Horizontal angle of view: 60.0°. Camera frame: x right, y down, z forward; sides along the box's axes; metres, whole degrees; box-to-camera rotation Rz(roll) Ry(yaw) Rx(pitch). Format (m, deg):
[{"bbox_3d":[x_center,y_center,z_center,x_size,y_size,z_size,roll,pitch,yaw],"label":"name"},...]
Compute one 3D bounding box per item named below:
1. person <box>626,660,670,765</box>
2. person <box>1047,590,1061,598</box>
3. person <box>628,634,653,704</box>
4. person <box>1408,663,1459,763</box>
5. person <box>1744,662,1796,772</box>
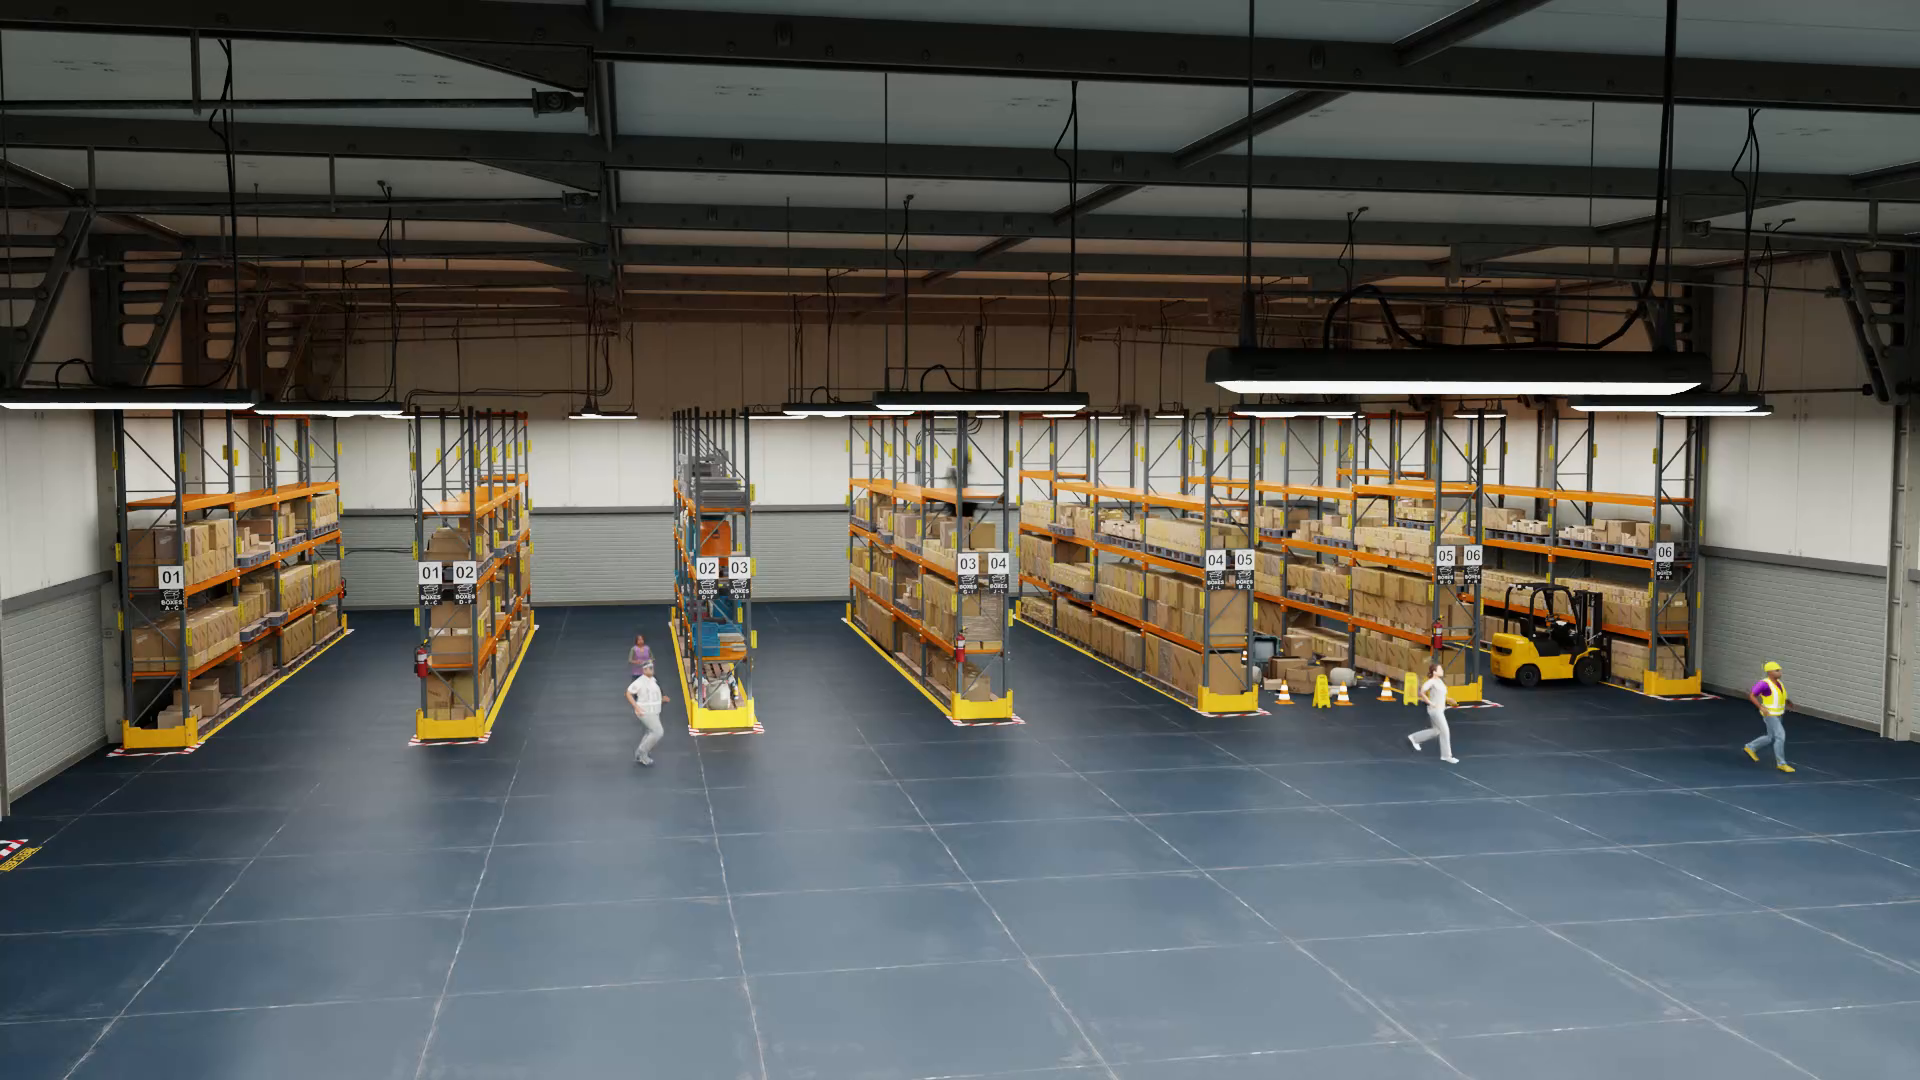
[{"bbox_3d":[-5.155,2.867,27.734,0.659,1.754,0.647,1,4,14],"label":"person"},{"bbox_3d":[2.856,1.295,49.850,0.677,1.737,0.692,2,5,31],"label":"person"},{"bbox_3d":[-6.167,2.634,32.196,0.514,1.636,0.666,-1,4,-19],"label":"person"},{"bbox_3d":[8.009,2.908,28.125,0.879,1.660,0.567,3,5,33],"label":"person"},{"bbox_3d":[13.350,2.885,27.383,0.695,1.766,0.896,-3,5,-40],"label":"person"}]
